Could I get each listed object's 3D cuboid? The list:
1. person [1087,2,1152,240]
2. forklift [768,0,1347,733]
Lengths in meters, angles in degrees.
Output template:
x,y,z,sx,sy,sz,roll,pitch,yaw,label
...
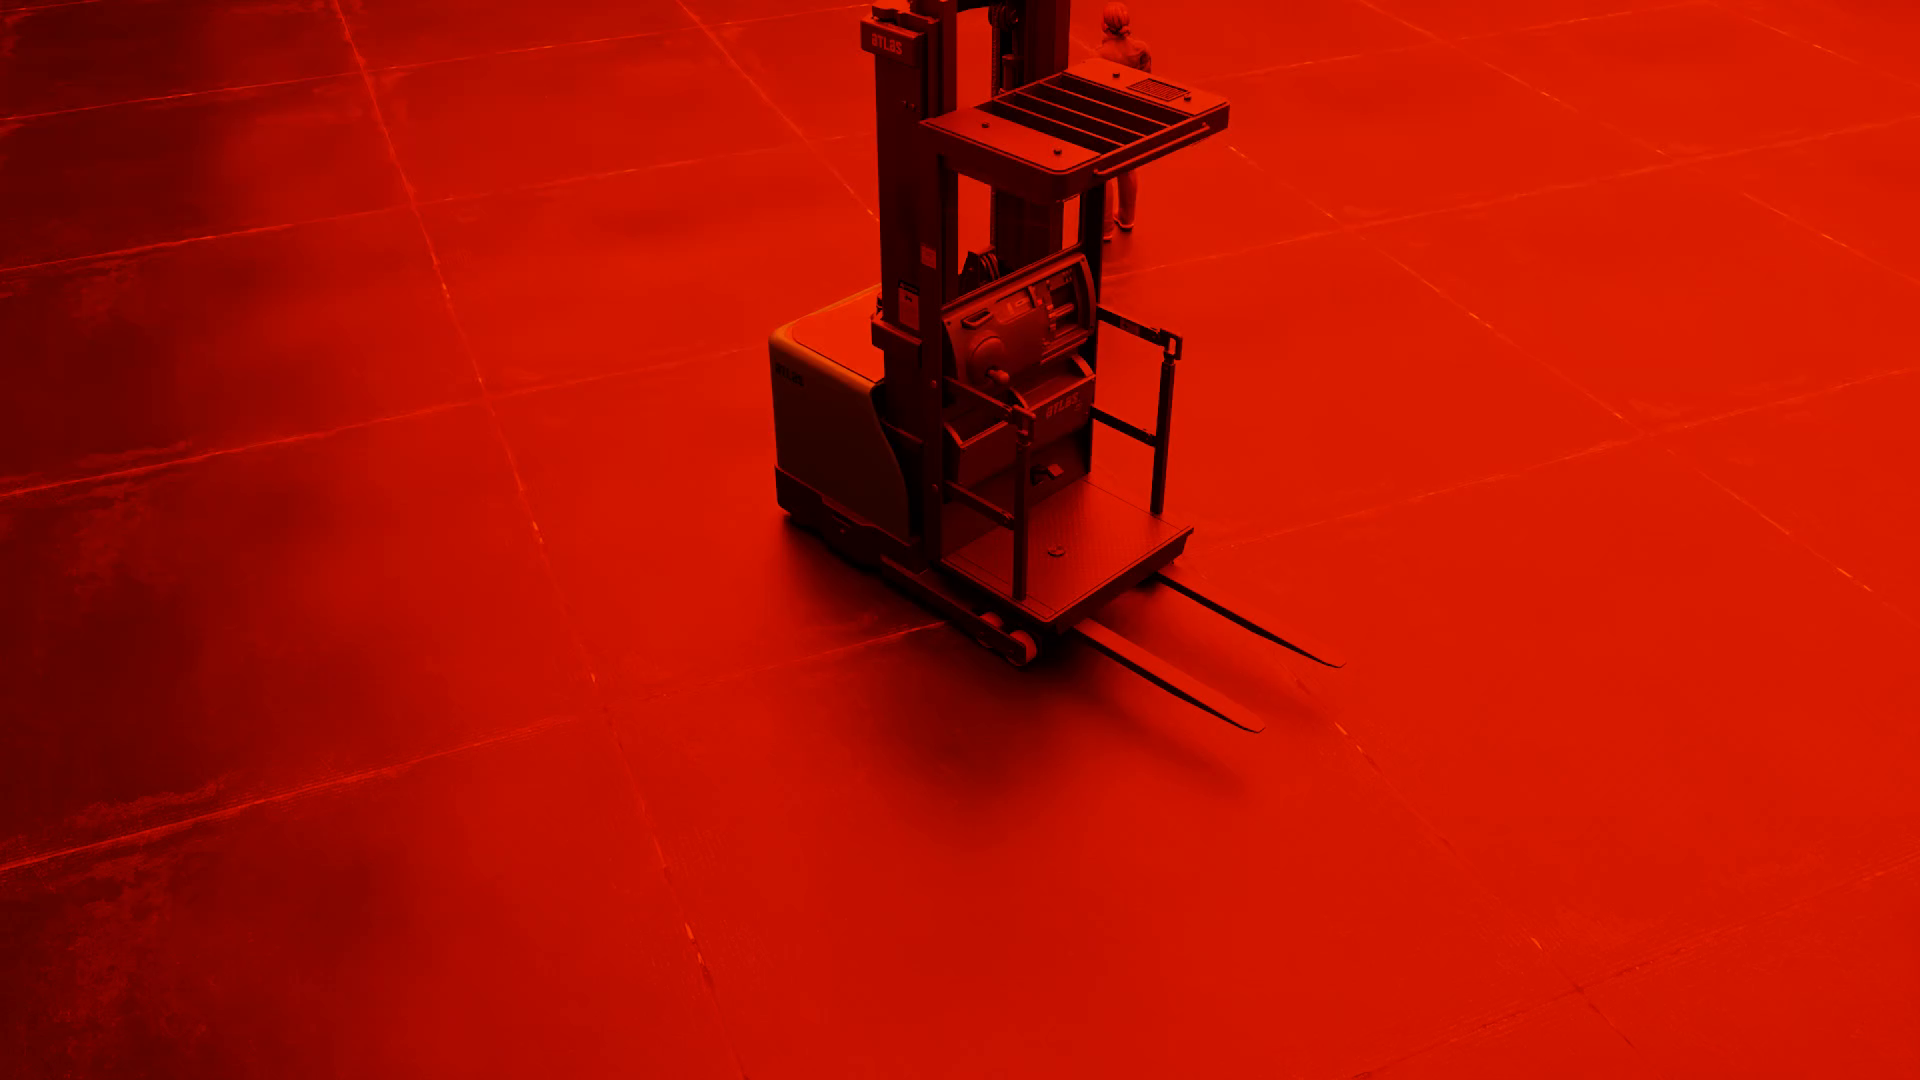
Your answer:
x,y,z,sx,sy,sz,roll,pitch,yaw,label
0.997,-2.824,11.159,0.570,1.655,0.504,-13,37,-17,person
0.432,-0.946,7.429,3.031,2.935,1.130,30,45,35,forklift
